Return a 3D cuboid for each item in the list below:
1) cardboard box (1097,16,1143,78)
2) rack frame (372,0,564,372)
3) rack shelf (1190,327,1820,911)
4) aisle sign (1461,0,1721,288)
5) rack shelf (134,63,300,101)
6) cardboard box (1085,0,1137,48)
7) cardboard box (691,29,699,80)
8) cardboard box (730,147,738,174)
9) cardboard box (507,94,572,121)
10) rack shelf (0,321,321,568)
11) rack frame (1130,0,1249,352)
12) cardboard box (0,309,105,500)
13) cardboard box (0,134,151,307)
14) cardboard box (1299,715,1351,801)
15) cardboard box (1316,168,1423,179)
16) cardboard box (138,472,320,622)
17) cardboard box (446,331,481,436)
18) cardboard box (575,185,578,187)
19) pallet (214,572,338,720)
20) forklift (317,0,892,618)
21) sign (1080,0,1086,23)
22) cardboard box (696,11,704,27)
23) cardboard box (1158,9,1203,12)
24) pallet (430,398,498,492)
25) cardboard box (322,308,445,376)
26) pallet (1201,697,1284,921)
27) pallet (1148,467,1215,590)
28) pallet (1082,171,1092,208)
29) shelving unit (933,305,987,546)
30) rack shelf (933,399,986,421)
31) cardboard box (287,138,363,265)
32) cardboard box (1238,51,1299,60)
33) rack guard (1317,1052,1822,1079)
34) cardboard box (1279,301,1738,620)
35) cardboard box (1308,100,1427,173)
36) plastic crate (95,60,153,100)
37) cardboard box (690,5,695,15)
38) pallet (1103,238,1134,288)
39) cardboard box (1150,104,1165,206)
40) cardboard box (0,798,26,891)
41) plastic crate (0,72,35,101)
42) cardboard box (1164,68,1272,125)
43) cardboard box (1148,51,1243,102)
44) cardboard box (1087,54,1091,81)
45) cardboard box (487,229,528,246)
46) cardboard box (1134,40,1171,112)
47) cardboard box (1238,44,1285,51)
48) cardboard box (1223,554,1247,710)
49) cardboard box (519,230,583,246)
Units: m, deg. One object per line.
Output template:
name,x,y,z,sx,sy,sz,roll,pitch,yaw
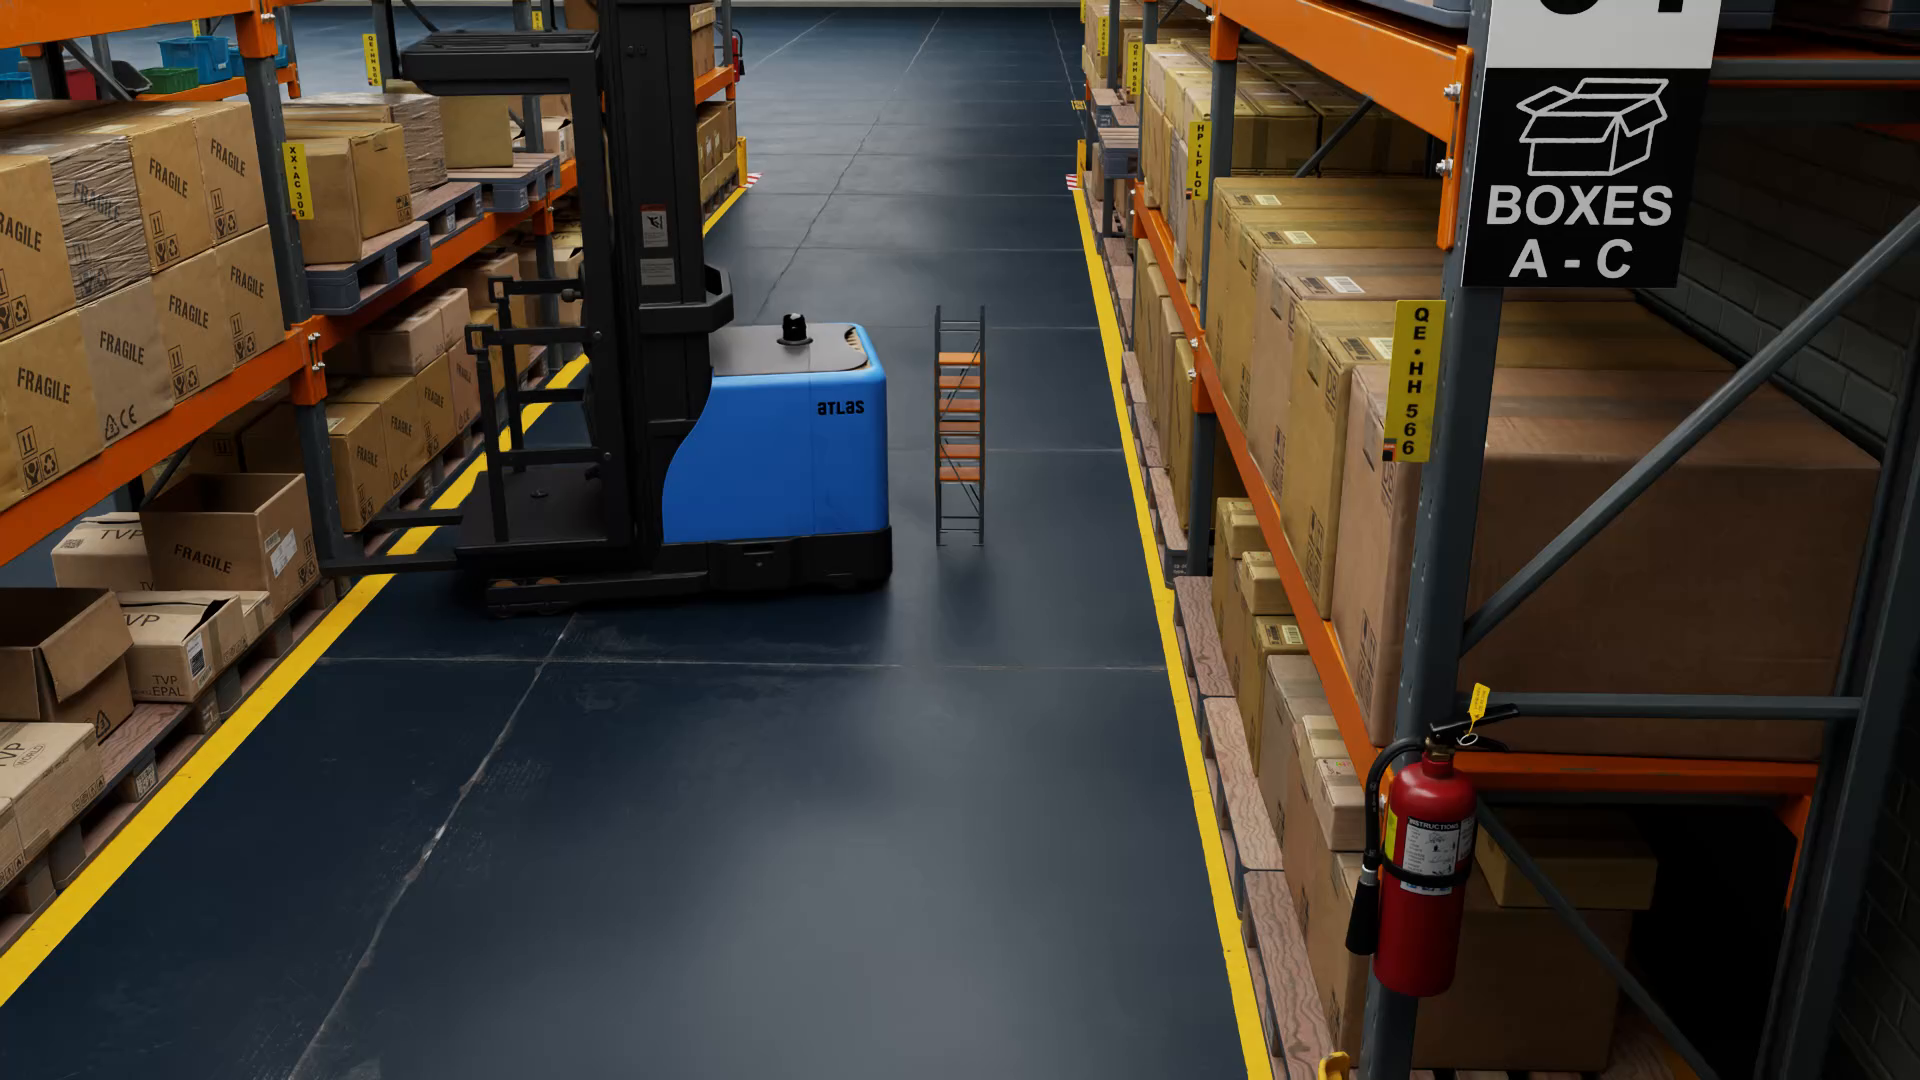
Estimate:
cardboard box,1.500,-4.448,14.990,0.500,0.500,0.500,1,21,1
rack frame,-3.278,-2.592,11.062,1.000,3.000,0.127,1,21,2
rack shelf,1.491,-0.034,5.464,1.077,0.370,4.000,1,21,2
aisle sign,1.128,-0.835,2.942,0.394,0.787,0.004,1,21,2
rack shelf,-8.046,-4.482,16.927,1.077,0.370,4.000,1,21,2
cardboard box,1.577,-5.372,17.371,0.500,0.500,0.500,1,21,2
cardboard box,-3.094,-4.993,17.112,0.700,0.500,0.500,1,21,2
cardboard box,-2.756,-4.201,18.430,0.500,0.250,0.500,1,21,2
cardboard box,-3.243,-3.245,12.608,0.500,0.500,0.500,0,21,-1
rack shelf,-3.461,-0.087,5.601,1.077,0.370,4.000,1,21,2
rack frame,1.673,-2.539,10.925,1.000,3.000,0.127,1,21,2
cardboard box,-3.199,-0.452,5.410,0.500,0.500,0.500,1,21,2
cardboard box,-3.185,-1.105,5.710,0.500,0.500,0.500,1,21,2
cardboard box,1.180,0.626,4.748,0.380,0.149,0.250,1,21,3
cardboard box,1.818,-1.451,7.544,0.500,0.500,0.500,0,21,0
cardboard box,-3.133,0.024,7.169,0.500,0.500,0.500,1,21,2
cardboard box,-3.098,-0.914,9.585,0.500,0.500,0.500,0,21,0
cardboard box,-3.418,-3.067,14.732,0.500,0.311,0.500,1,21,2
pallet,-3.422,0.403,7.199,1.003,0.211,1.213,1,21,2
forklift,-1.888,-1.217,7.613,3.031,2.935,1.130,-3,21,-9
sign,1.374,-5.841,18.239,0.100,0.325,0.005,1,21,2
cardboard box,-2.880,-5.415,17.304,0.380,0.149,0.250,1,21,2
cardboard box,2.058,-4.809,15.919,0.500,0.500,0.500,1,21,3
pallet,-3.378,-0.582,9.738,1.003,0.211,1.213,1,21,2
cardboard box,-3.111,-1.069,8.948,0.500,0.250,0.500,1,21,2
pallet,1.416,0.924,5.856,1.003,0.211,1.213,1,21,2
pallet,1.500,-0.072,8.423,1.003,0.211,1.213,1,21,2
pallet,1.854,-3.810,18.058,1.003,0.211,1.213,1,21,2
shelving unit,0.000,-0.565,8.325,0.258,1.200,0.189,1,21,2
rack shelf,0.000,-0.635,8.298,0.258,0.103,0.180,1,21,2
cardboard box,-3.162,-1.557,7.676,0.700,0.500,0.500,-7,22,-17
cardboard box,1.900,-2.729,9.802,0.500,0.250,0.500,0,21,0
rack guard,1.429,1.528,3.900,1.175,0.500,0.348,1,21,2
cardboard box,1.447,-0.234,4.570,0.980,0.700,0.700,0,21,1
cardboard box,1.826,-1.800,7.408,0.500,0.250,0.500,1,21,3
plastic crate,-7.964,-4.253,15.429,0.767,0.338,0.504,1,21,2
cardboard box,-3.088,-5.576,16.820,0.700,0.500,0.500,1,21,2
pallet,1.773,-2.404,14.432,1.003,0.211,1.213,1,21,2
cardboard box,1.361,-2.192,9.454,0.500,0.500,0.500,1,21,1
cardboard box,-3.206,1.003,4.990,0.500,0.250,0.500,1,21,2
plastic crate,-7.830,-3.684,13.900,0.392,0.384,0.575,1,21,2
cardboard box,1.366,-2.362,8.856,0.500,0.250,0.500,0,21,1
cardboard box,1.386,-2.727,9.798,0.500,0.250,0.500,0,21,1
cardboard box,1.562,-4.826,16.999,0.500,0.250,0.500,0,21,1
cardboard box,-3.499,-2.147,12.362,0.500,0.311,0.500,0,21,1
cardboard box,1.733,-3.613,12.947,0.700,0.500,0.500,4,21,9
cardboard box,1.919,-2.916,10.284,0.500,0.250,0.500,1,21,3
cardboard box,1.408,0.328,6.412,0.700,0.500,0.500,0,21,1
cardboard box,-2.961,-2.143,12.352,0.500,0.311,0.500,0,21,0
